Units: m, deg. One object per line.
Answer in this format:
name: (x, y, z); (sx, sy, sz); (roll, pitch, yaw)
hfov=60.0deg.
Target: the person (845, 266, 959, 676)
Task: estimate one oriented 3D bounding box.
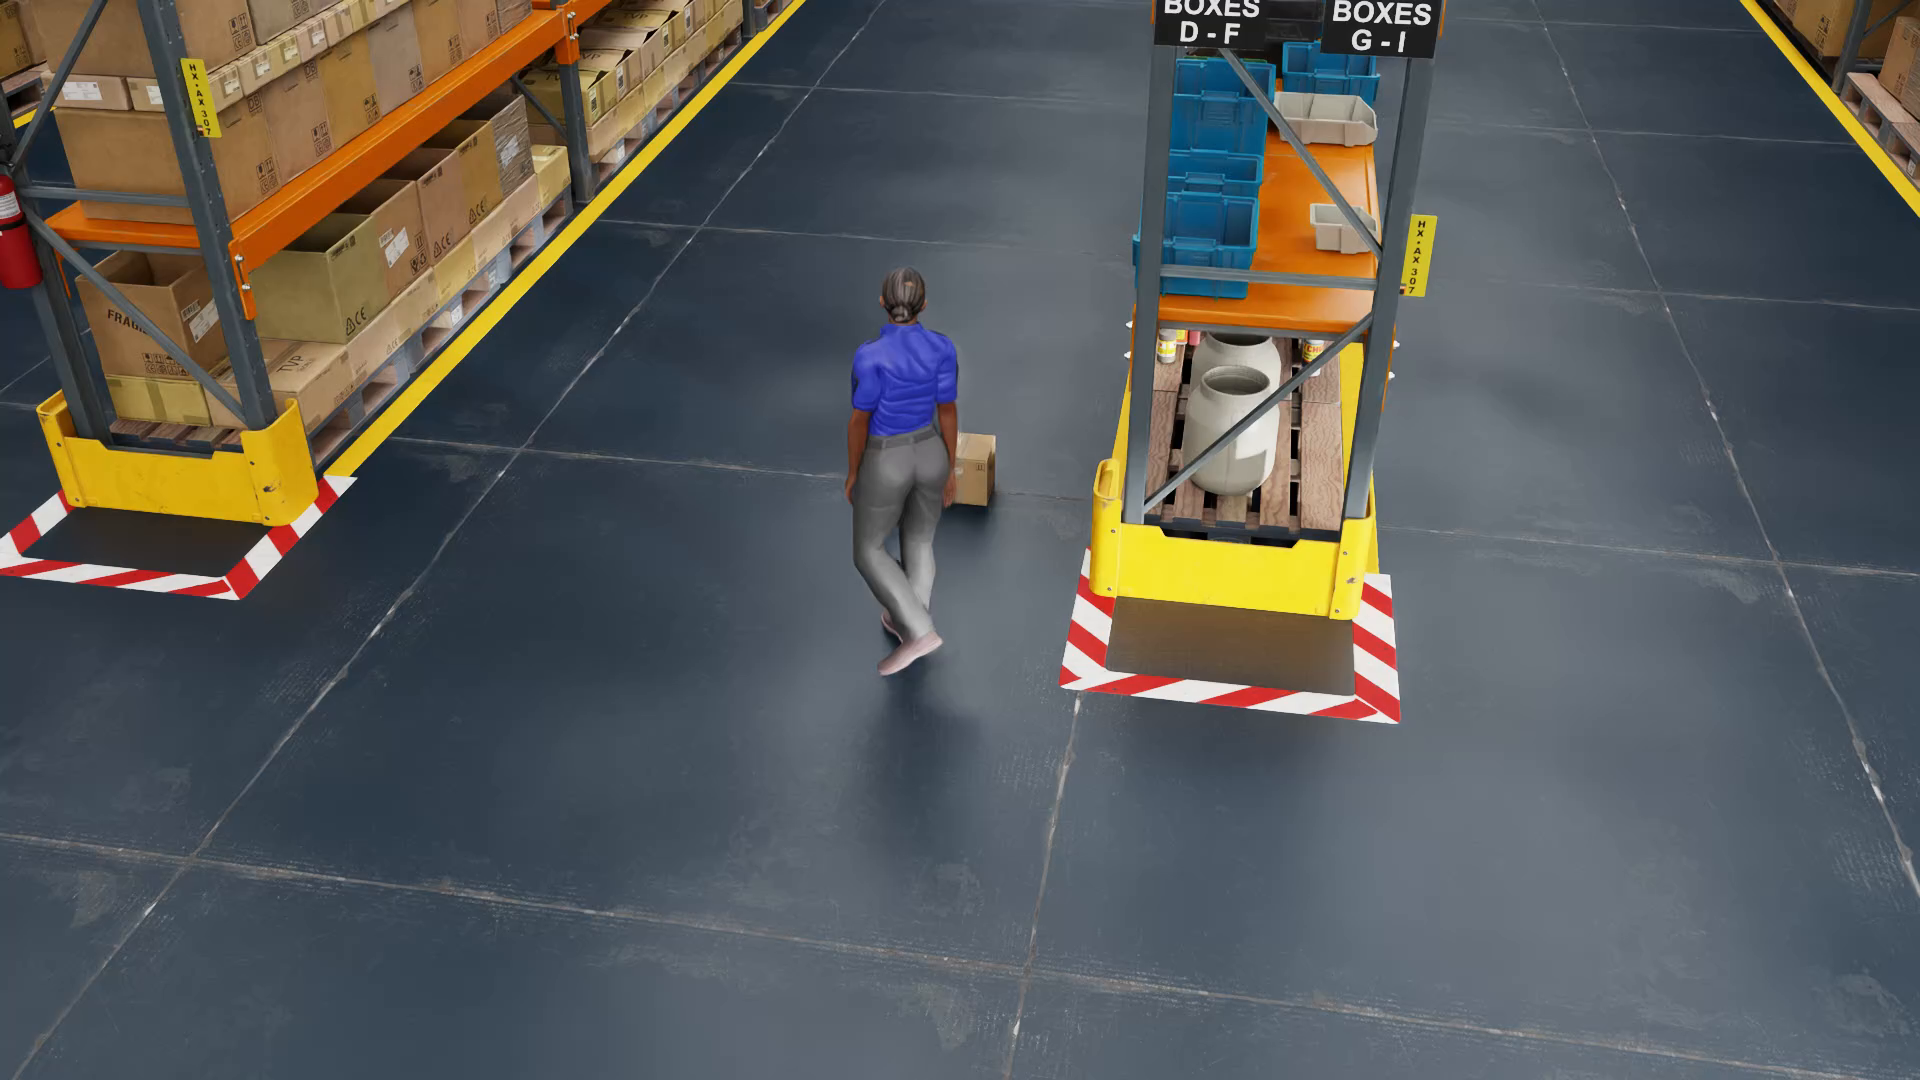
person: (-0.190, -0.231, 6.478); (0.493, 1.652, 0.588); (-16, 36, -23)
